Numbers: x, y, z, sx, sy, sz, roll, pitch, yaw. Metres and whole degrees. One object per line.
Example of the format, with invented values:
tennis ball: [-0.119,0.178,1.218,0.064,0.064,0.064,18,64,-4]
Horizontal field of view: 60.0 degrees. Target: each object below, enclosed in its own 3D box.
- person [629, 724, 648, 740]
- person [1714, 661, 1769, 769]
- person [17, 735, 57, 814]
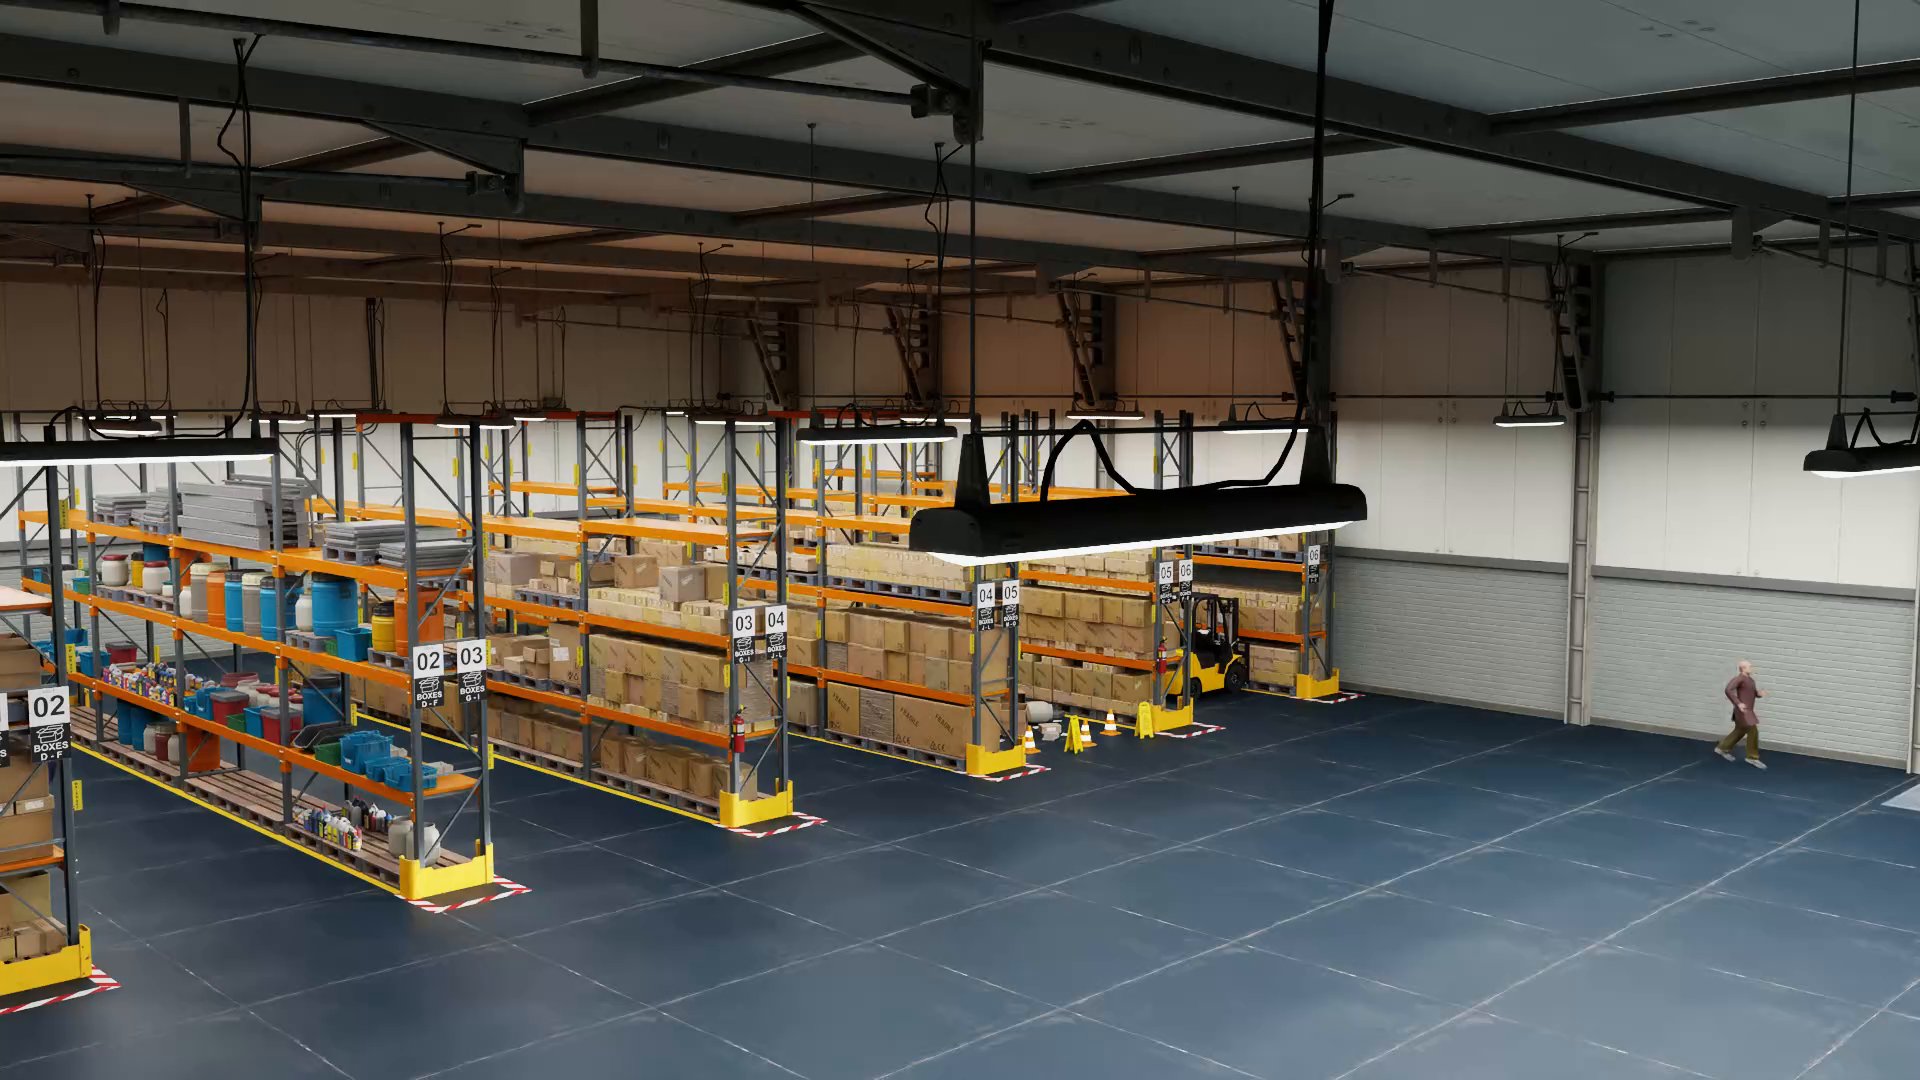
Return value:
person: [-5.886,2.787,30.755,0.749,1.819,0.670,3,6,30]
person: [13.395,2.967,28.465,0.876,1.823,0.694,3,6,32]
person: [-13.994,3.308,25.404,0.741,1.710,0.580,3,6,35]
